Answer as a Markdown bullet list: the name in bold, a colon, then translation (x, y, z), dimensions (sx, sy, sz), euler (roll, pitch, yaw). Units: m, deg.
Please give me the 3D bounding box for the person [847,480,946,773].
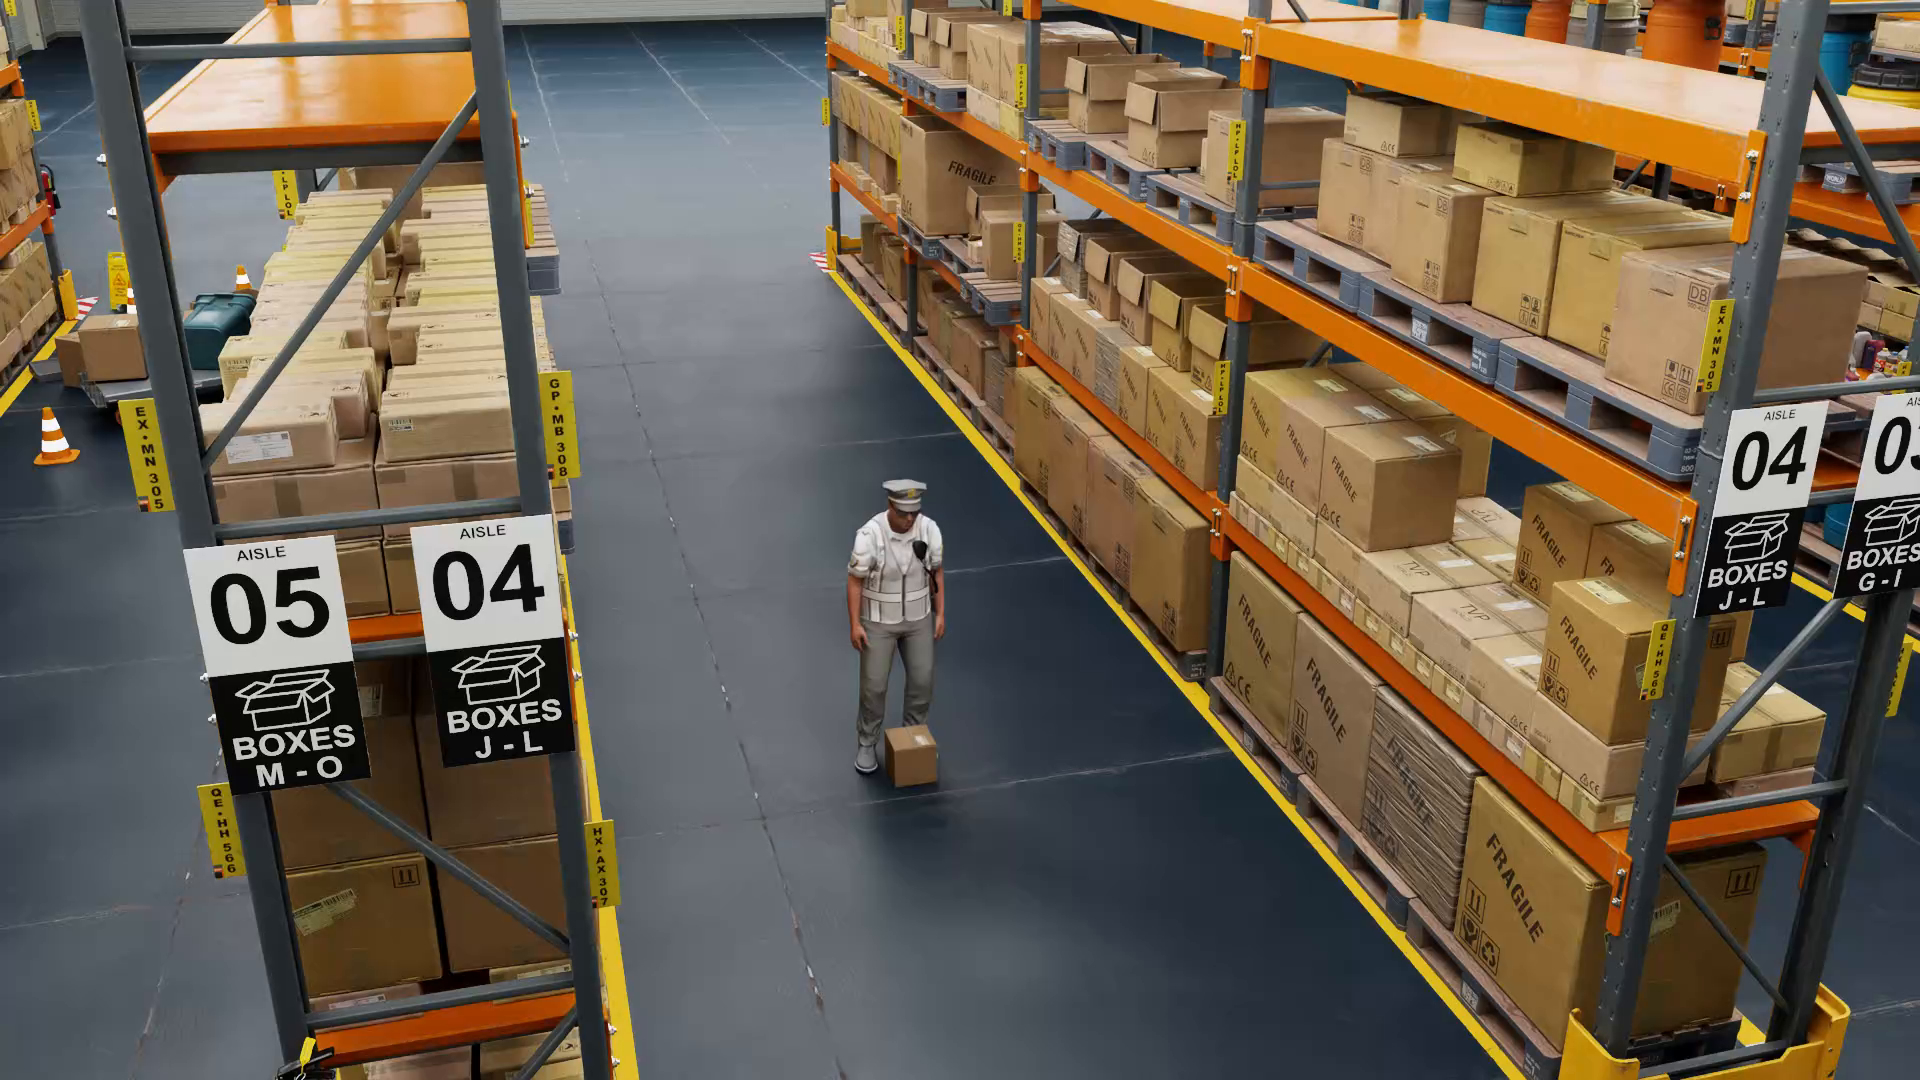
- **person**: translation (-0.366, 0.454, 9.575), dimensions (0.596, 1.745, 0.437), euler (-8, 24, -17)
